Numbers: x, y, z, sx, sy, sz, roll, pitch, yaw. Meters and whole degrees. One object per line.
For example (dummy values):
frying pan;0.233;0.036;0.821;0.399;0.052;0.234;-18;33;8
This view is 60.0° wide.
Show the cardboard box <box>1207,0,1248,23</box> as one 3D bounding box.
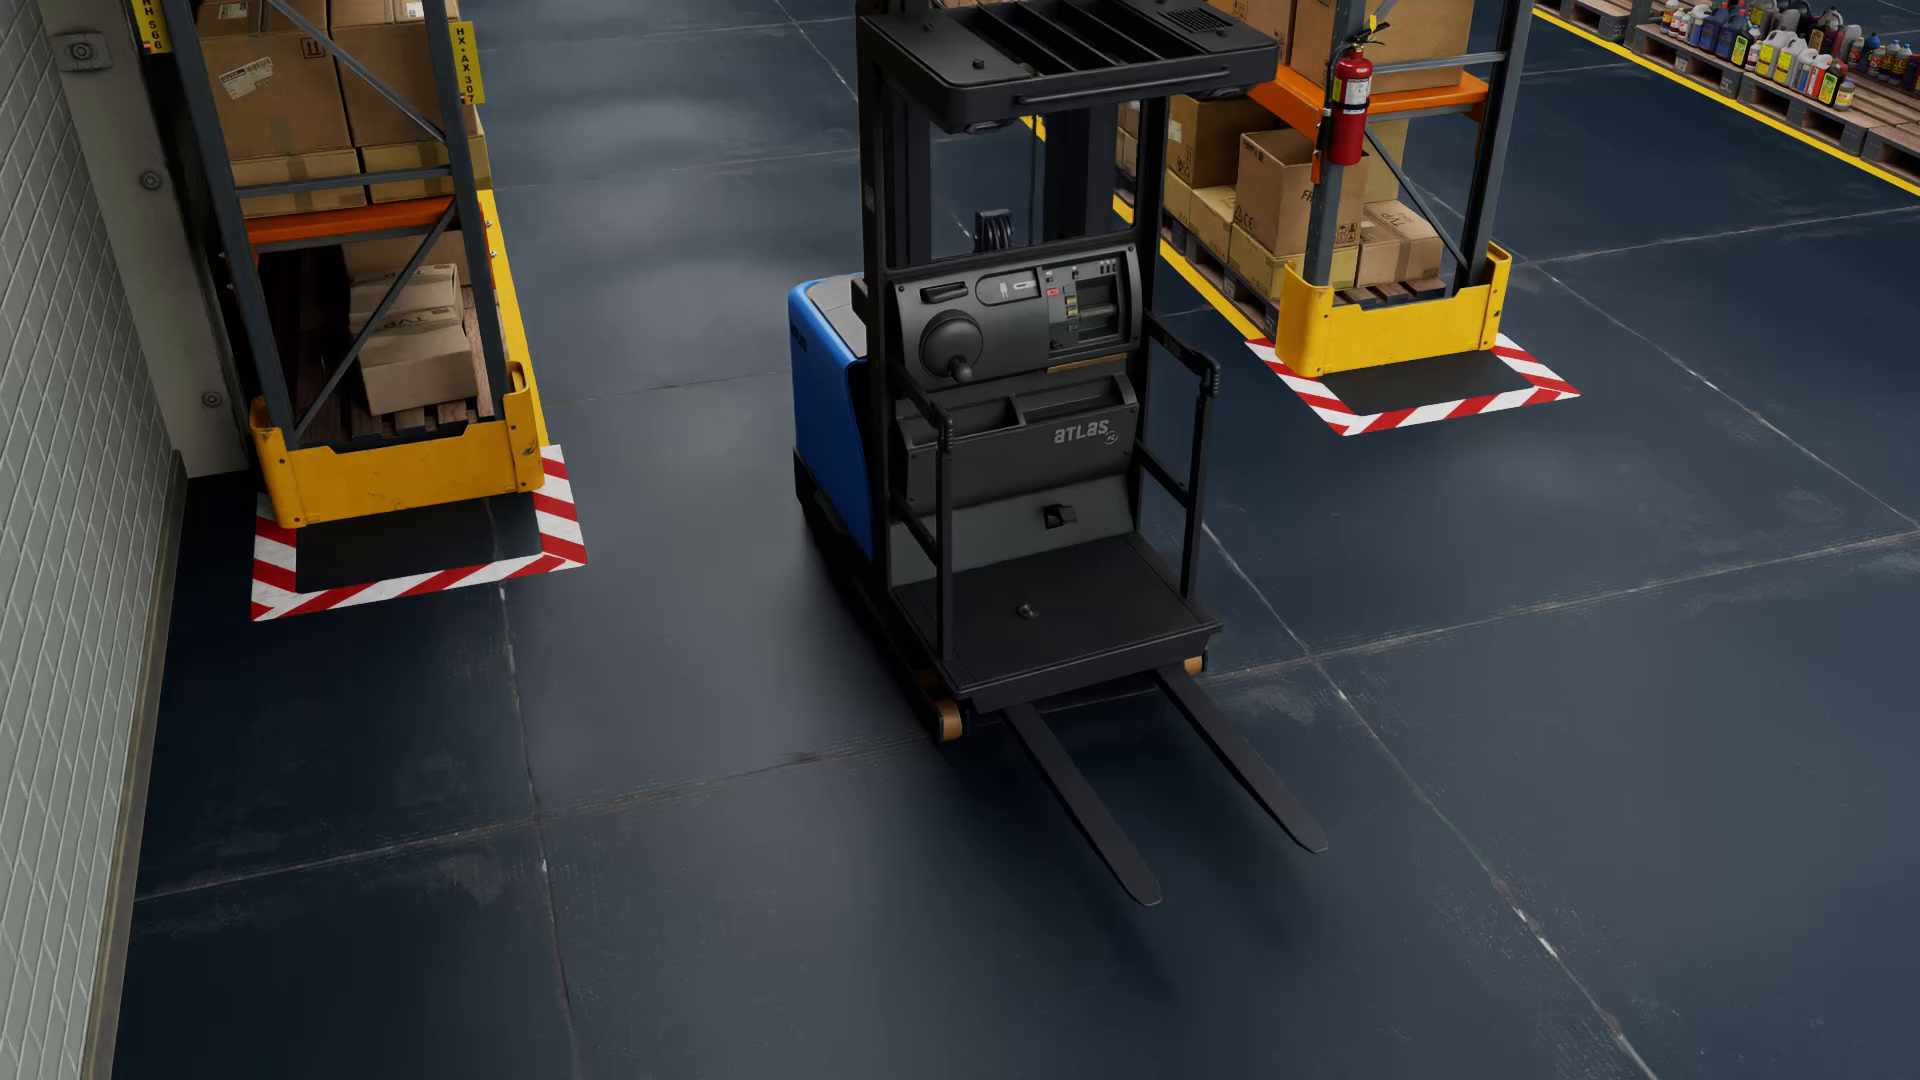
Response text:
cardboard box;1.796;-3.101;9.131;0.700;0.500;0.500;-10;35;-14

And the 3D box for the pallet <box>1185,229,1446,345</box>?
pallet;1.964;-1.506;9.338;1.003;0.211;1.213;-10;35;-15

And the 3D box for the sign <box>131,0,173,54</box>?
sign;-3.014;-1.972;6.177;0.100;0.325;0.005;-10;35;-15

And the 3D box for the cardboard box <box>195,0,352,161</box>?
cardboard box;-2.825;-1.910;6.858;0.500;0.500;0.500;-10;35;-15

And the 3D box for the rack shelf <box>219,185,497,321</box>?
rack shelf;-3.089;-2.190;8.496;1.077;0.370;4.000;-10;35;-15

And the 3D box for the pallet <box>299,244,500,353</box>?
pallet;-3.085;-1.388;9.160;1.003;0.211;1.213;-10;35;-15

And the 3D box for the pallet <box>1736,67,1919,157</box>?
pallet;6.276;-3.041;11.661;1.003;0.211;1.213;-10;35;-15

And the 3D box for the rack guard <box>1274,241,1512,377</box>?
rack guard;2.245;-1.219;8.642;1.175;0.500;0.348;-10;35;-15

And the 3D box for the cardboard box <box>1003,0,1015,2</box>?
cardboard box;0.621;-3.801;11.887;0.500;0.311;0.500;-10;35;-15

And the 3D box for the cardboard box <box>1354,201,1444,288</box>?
cardboard box;2.285;-1.622;9.097;0.500;0.250;0.500;-10;35;-15

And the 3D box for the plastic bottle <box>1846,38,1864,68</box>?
plastic bottle;6.471;-3.519;11.993;0.097;0.201;0.097;0;33;0

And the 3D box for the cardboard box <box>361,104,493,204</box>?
cardboard box;-2.326;-1.695;7.213;0.500;0.250;0.500;-11;35;-16

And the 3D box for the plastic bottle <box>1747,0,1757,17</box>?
plastic bottle;6.143;-4.084;12.849;0.097;0.201;0.097;0;33;0

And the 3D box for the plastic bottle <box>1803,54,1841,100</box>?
plastic bottle;5.927;-3.181;11.414;0.152;0.276;0.135;-10;35;-14

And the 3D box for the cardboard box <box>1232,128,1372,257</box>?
cardboard box;1.790;-1.847;8.758;0.500;0.500;0.500;-10;35;-15

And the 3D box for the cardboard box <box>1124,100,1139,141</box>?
cardboard box;1.320;-2.633;9.946;0.500;0.500;0.500;-10;35;-15

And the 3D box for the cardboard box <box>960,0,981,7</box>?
cardboard box;0.305;-4.106;12.857;0.500;0.250;0.500;-9;35;-14

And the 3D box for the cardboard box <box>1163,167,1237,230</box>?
cardboard box;1.474;-2.058;9.756;0.500;0.250;0.500;-10;35;-15

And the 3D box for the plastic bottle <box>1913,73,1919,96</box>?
plastic bottle;6.668;-3.181;11.482;0.097;0.201;0.097;0;33;0

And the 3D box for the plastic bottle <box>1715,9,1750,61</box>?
plastic bottle;5.644;-3.692;12.120;0.144;0.351;0.185;-11;35;-17

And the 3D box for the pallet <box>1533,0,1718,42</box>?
pallet;5.459;-4.448;13.791;1.003;0.211;1.213;-10;35;-15

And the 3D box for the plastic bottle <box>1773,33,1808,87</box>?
plastic bottle;5.831;-3.371;11.634;0.144;0.351;0.185;-9;34;-13

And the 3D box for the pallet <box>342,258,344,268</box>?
pallet;-3.461;-2.030;10.131;1.003;0.211;1.213;-10;35;-15

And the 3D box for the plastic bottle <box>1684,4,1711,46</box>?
plastic bottle;5.540;-3.847;12.423;0.152;0.276;0.135;-9;34;-13

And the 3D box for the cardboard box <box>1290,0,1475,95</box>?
cardboard box;2.107;-2.564;8.319;0.700;0.500;0.500;-10;35;-15

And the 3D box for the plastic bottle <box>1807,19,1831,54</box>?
plastic bottle;6.274;-3.666;12.141;0.061;0.283;0.133;-10;35;-15

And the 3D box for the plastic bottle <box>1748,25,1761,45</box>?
plastic bottle;5.725;-3.588;12.034;0.097;0.271;0.097;0;33;0

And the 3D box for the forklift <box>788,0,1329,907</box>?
forklift;0.299;-0.746;5.721;1.130;2.935;3.031;-13;36;-19

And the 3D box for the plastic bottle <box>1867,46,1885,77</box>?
plastic bottle;6.534;-3.411;11.830;0.097;0.201;0.097;0;33;0

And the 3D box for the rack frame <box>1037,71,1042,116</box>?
rack frame;1.017;-4.375;11.150;1.000;3.000;0.127;-10;35;-15

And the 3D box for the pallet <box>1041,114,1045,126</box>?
pallet;1.220;-2.787;11.276;1.003;0.211;1.213;-10;35;-15

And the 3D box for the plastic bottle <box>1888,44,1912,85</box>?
plastic bottle;6.595;-3.335;11.653;0.097;0.271;0.097;0;33;0

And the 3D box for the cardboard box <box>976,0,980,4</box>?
cardboard box;0.306;-4.336;12.696;0.500;0.311;0.500;-10;35;-15

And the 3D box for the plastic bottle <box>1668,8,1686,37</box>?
plastic bottle;5.446;-3.928;12.612;0.097;0.201;0.097;0;33;0

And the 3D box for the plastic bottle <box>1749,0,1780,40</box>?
plastic bottle;6.069;-3.971;12.542;0.144;0.351;0.185;-10;35;-15

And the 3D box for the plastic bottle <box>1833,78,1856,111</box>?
plastic bottle;5.978;-3.013;11.227;0.097;0.201;0.097;0;33;0

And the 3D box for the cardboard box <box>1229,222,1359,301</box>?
cardboard box;1.792;-1.535;8.965;0.500;0.250;0.500;-10;35;-15

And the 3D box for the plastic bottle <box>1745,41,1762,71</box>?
plastic bottle;5.708;-3.477;11.930;0.097;0.201;0.097;0;33;0

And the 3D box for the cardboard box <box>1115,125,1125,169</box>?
cardboard box;1.165;-2.582;10.550;0.500;0.250;0.500;-10;35;-15

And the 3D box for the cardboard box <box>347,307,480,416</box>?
cardboard box;-2.605;-0.880;7.901;0.500;0.311;0.500;-14;36;-20

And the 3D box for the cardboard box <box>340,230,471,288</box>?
cardboard box;-2.955;-1.652;8.897;0.700;0.500;0.500;-12;35;-18

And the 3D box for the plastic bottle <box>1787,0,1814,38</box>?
plastic bottle;6.265;-3.894;12.426;0.144;0.351;0.185;-12;35;-17

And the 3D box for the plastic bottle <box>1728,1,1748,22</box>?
plastic bottle;5.724;-3.815;12.306;0.144;0.351;0.185;-10;35;-15

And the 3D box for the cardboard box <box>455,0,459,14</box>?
cardboard box;-2.480;-2.261;7.388;0.500;0.500;0.500;-10;35;-15

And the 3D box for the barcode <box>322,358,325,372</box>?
barcode;-2.991;-0.826;7.811;0.001;0.075;0.075;-10;35;-15

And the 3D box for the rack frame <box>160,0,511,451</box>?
rack frame;-2.479;-1.440;6.708;1.000;3.000;0.127;-10;35;-15

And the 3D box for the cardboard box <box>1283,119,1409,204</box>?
cardboard box;2.131;-2.197;9.287;0.500;0.500;0.500;-10;35;-15

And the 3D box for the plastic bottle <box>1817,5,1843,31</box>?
plastic bottle;6.363;-3.724;12.169;0.144;0.351;0.185;-10;35;-15
